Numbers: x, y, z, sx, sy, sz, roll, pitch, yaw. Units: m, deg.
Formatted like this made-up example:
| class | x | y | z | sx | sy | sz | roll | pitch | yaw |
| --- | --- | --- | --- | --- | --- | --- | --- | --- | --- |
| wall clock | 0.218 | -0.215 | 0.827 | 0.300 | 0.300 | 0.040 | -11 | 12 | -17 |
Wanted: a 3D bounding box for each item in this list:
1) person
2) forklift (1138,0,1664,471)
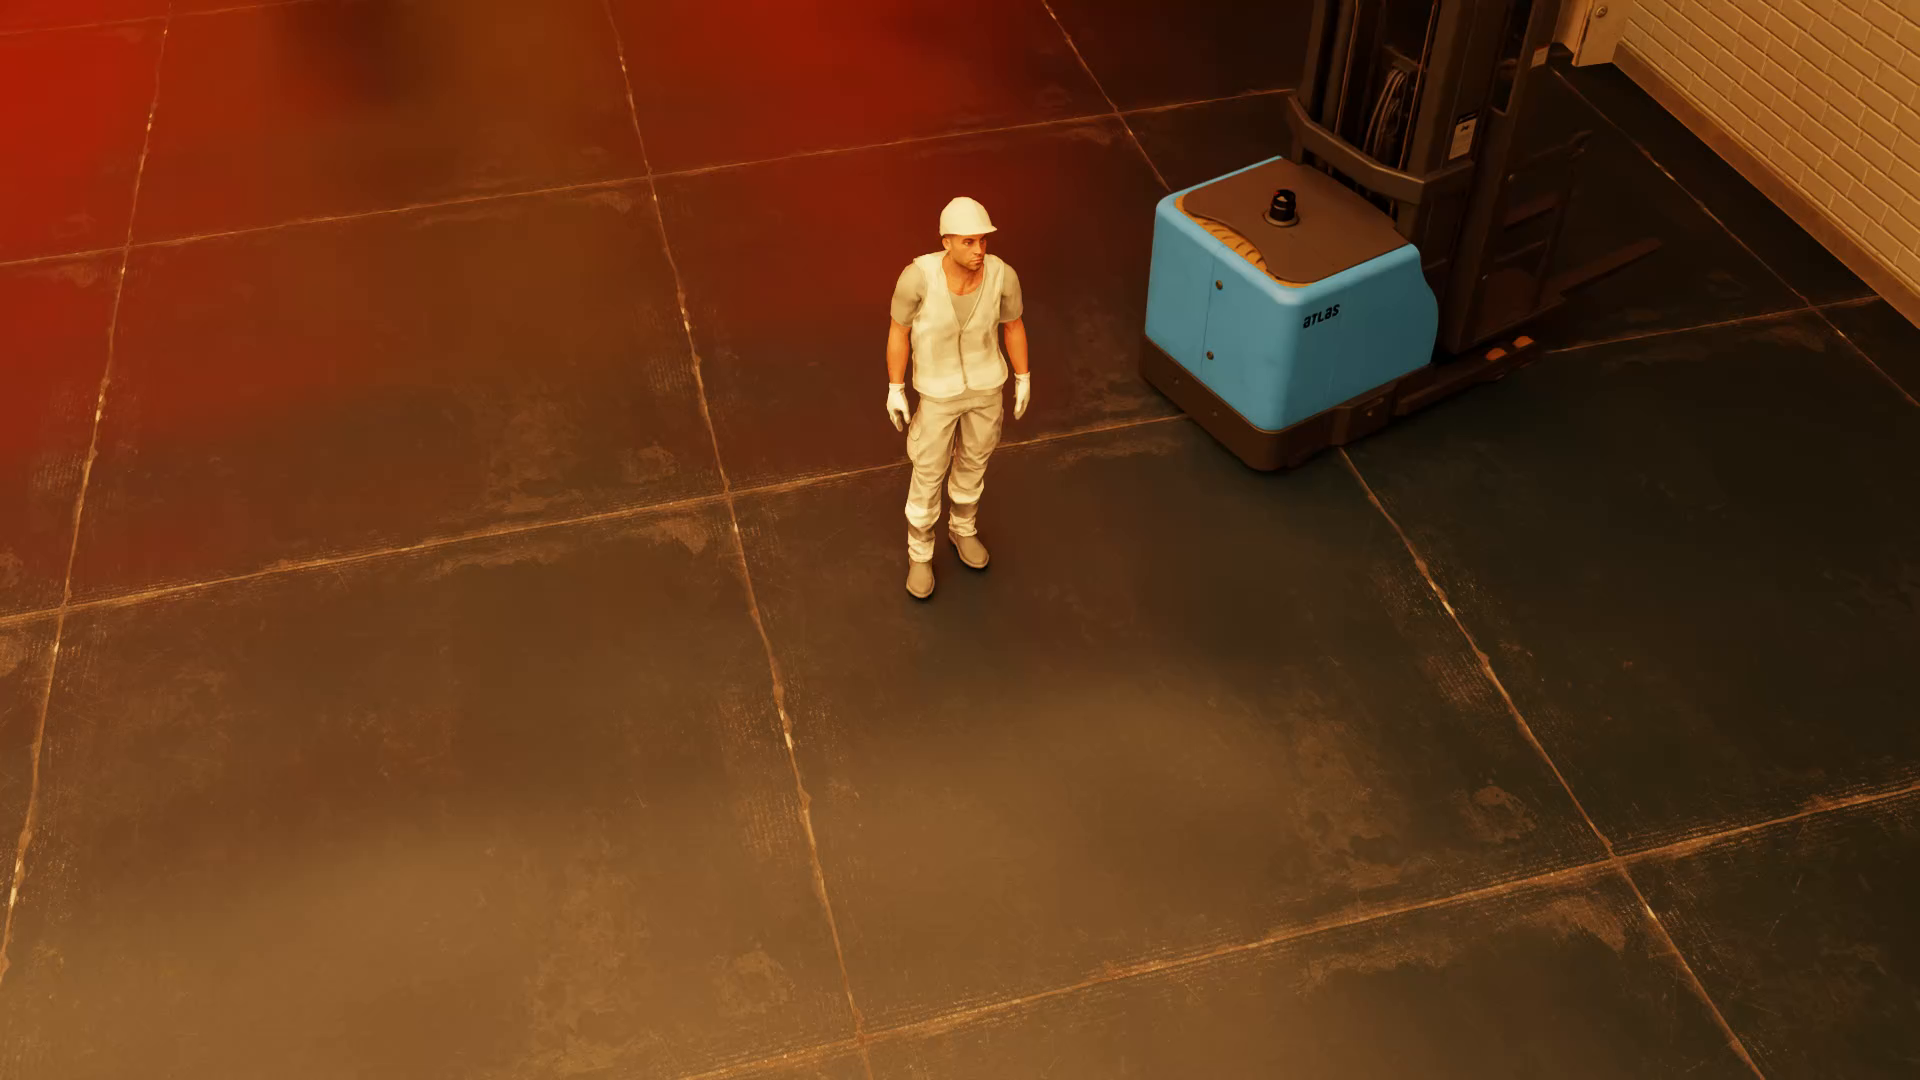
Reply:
| class | x | y | z | sx | sy | sz | roll | pitch | yaw |
| --- | --- | --- | --- | --- | --- | --- | --- | --- | --- |
| person | 0.009 | -0.600 | 7.101 | 0.638 | 1.787 | 0.564 | -10 | 44 | -11 |
| forklift | 2.440 | -2.180 | 7.952 | 3.031 | 2.935 | 1.130 | -24 | 48 | -23 |
